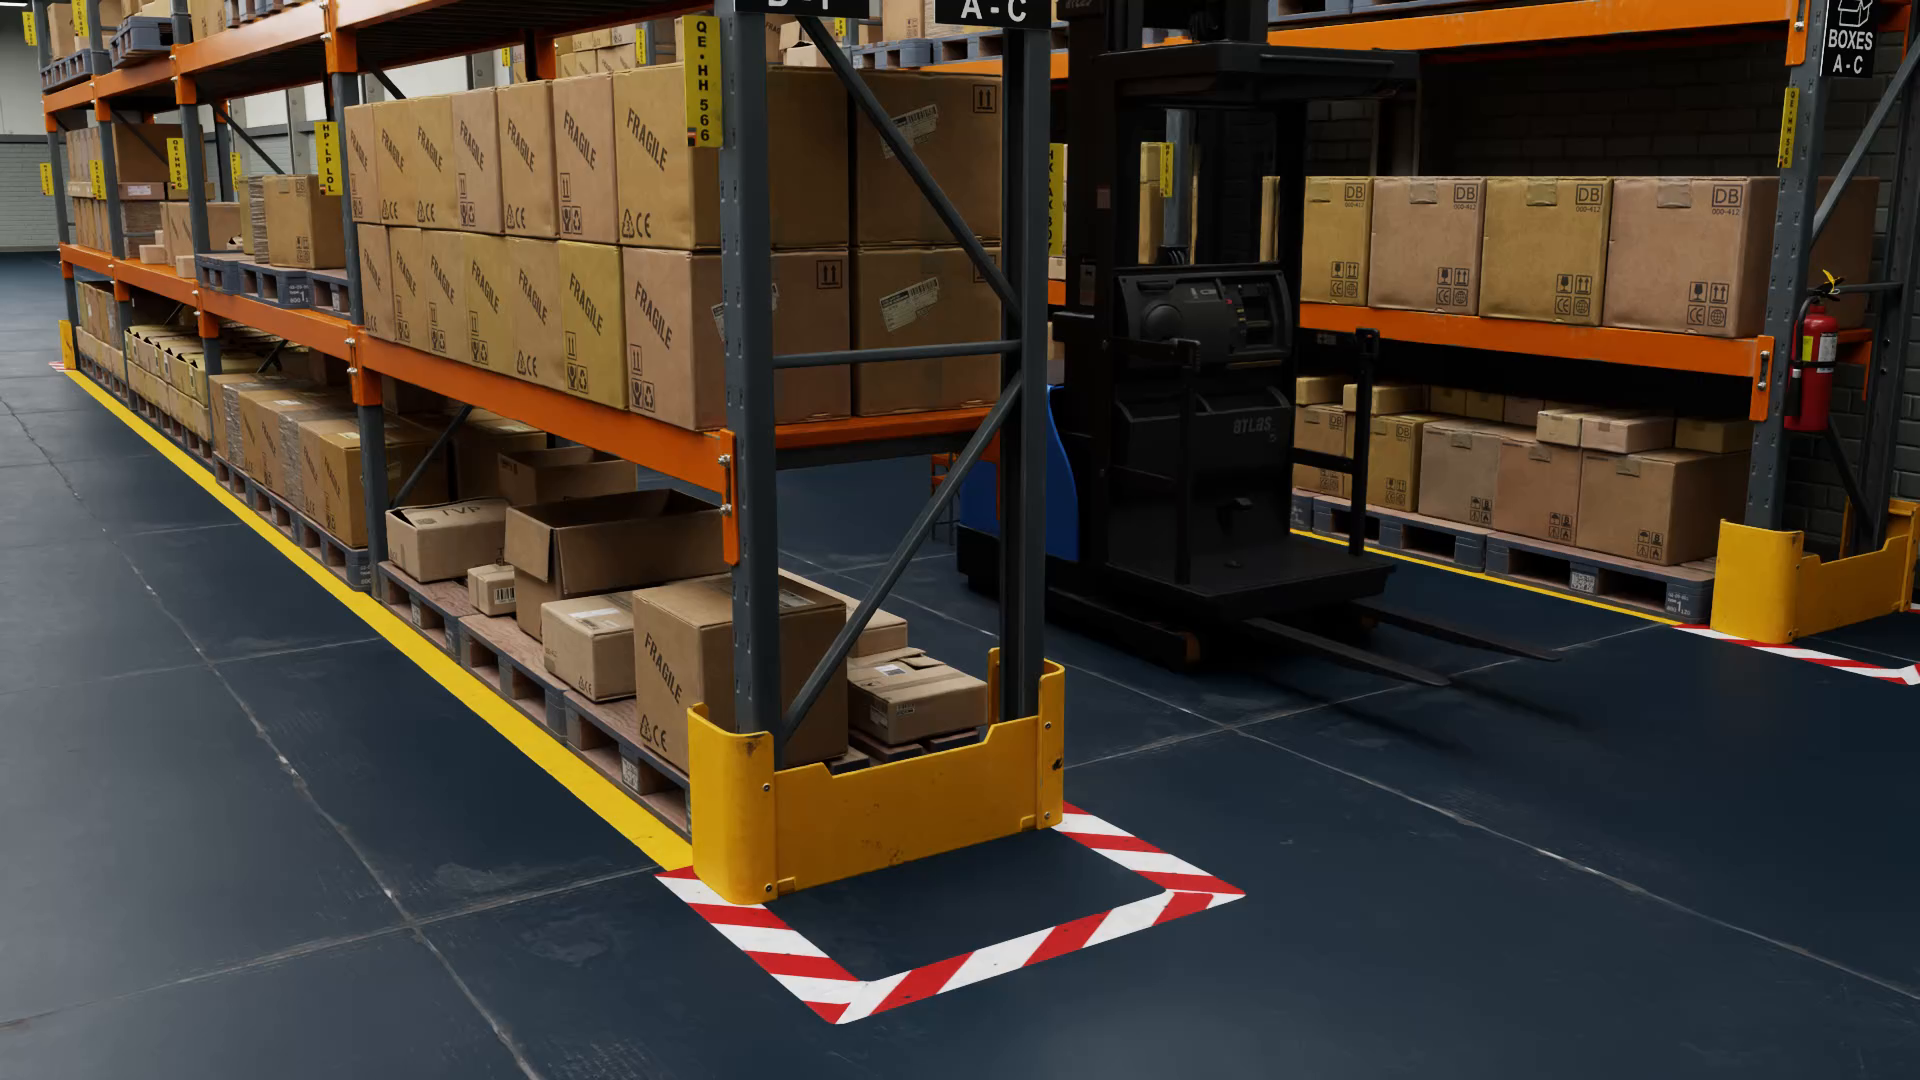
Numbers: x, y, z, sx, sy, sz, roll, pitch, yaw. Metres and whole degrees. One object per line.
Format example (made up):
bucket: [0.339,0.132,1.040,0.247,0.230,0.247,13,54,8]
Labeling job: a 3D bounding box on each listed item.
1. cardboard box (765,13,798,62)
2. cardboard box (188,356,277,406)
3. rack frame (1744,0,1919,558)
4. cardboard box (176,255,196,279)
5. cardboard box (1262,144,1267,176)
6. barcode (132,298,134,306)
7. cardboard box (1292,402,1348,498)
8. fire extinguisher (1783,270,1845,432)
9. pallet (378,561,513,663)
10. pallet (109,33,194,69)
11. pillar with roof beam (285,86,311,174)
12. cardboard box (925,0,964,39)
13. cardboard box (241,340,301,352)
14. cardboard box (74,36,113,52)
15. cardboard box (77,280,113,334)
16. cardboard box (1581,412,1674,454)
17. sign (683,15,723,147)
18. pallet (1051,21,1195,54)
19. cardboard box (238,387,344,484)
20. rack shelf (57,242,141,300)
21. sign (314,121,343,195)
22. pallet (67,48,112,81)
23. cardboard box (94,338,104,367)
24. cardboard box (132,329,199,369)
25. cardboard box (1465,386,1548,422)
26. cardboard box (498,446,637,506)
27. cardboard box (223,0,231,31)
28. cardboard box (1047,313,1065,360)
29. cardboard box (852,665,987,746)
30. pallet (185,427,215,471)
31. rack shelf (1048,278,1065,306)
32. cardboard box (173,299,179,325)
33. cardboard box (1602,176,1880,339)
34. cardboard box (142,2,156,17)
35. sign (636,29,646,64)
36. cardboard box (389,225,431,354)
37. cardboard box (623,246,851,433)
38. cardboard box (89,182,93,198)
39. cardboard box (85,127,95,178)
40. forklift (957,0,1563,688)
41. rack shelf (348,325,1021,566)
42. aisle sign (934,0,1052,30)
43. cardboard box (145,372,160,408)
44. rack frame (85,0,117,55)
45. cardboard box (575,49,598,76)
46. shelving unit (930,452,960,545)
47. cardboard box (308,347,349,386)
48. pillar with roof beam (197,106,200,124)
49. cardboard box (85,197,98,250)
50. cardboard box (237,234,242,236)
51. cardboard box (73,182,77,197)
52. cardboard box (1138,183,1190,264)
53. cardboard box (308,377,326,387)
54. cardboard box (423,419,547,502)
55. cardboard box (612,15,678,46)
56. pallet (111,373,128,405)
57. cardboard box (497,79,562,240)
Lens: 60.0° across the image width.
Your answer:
cardboard box: [-1.795,-4.634,15.294,0.500,0.500,0.500,-9,15,-35]
cardboard box: [-5.115,-1.142,11.705,0.500,0.311,0.500,-8,14,-31]
rack frame: [3.934,-1.107,7.402,1.000,3.000,0.127,-8,15,-33]
cardboard box: [-5.348,-1.947,11.832,0.380,0.149,0.250,-8,15,-33]
cardboard box: [1.680,-2.501,11.045,0.500,0.250,0.500,-8,14,-31]
barcode: [-7.041,-2.022,14.161,0.001,0.075,0.075,-8,15,-33]
cardboard box: [2.323,-0.567,9.803,0.700,0.500,0.500,-8,15,-33]
fire extinguisher: [3.634,-0.805,7.077,0.296,0.674,0.183,-8,15,-33]
pallet: [-2.024,0.253,7.709,1.003,0.211,1.213,-8,15,-33]
pallet: [-5.692,-3.624,12.335,1.003,0.211,1.213,-7,14,-30]
pillar with roof beam: [-17.379,-9.553,31.980,9.100,9.000,0.400,-8,15,-33]
cardboard box: [0.156,-4.091,12.764,0.700,0.500,0.500,-9,15,-36]
cardboard box: [-5.244,-1.390,12.836,0.500,0.311,0.500,-9,15,-34]
cardboard box: [-7.732,-4.452,14.956,0.380,0.149,0.250,-8,15,-33]
cardboard box: [-8.662,-2.383,16.936,0.500,0.500,0.500,-8,15,-33]
cardboard box: [3.240,-0.522,8.075,0.380,0.149,0.250,-8,15,-33]
sign: [-0.661,-1.178,4.276,0.100,0.325,0.005,-8,15,-33]
pallet: [1.169,-3.347,11.074,0.805,0.209,1.217,-9,15,-35]
cardboard box: [-4.037,-0.639,10.085,0.500,0.500,0.500,-8,15,-34]
rack shelf: [-7.944,-2.658,16.180,1.077,0.370,4.000,-8,15,-33]
sign: [-2.864,-1.730,7.543,0.100,0.325,0.005,-8,15,-33]
pallet: [-7.330,-4.225,14.845,1.003,0.211,1.213,-8,15,-33]
cardboard box: [-8.111,-1.839,16.201,0.500,0.250,0.500,-8,15,-33]
cardboard box: [-6.542,-1.597,13.785,0.500,0.311,0.500,-8,15,-33]
cardboard box: [2.995,-0.747,9.106,0.380,0.149,0.250,-8,15,-32]
cardboard box: [-1.852,-0.157,7.881,0.500,0.500,0.500,-8,15,-33]
cardboard box: [-3.779,-3.200,9.718,0.910,0.500,0.500,-8,15,-33]
cardboard box: [0.755,-1.231,12.019,0.750,0.750,0.750,-8,14,-31]
cardboard box: [-0.133,0.543,5.501,0.380,0.149,0.250,-8,15,-33]
pallet: [-5.044,-0.731,12.212,1.003,0.211,1.213,-8,15,-33]
rack shelf: [0.610,-1.822,12.358,1.077,0.370,4.000,-8,15,-33]
cardboard box: [-7.116,-2.090,15.594,0.500,0.500,0.500,-8,15,-33]
cardboard box: [3.643,-1.343,7.779,0.980,0.700,0.700,-7,14,-30]
cardboard box: [-5.828,-3.904,12.539,0.500,0.250,0.500,-10,16,-38]
sign: [-3.162,-4.893,16.485,0.100,0.325,0.005,-8,15,-33]
cardboard box: [-2.062,-1.066,6.983,0.500,0.500,0.500,-8,15,-32]
cardboard box: [-0.662,-0.616,4.924,0.500,0.500,0.500,-8,14,-31]
cardboard box: [-8.017,-3.316,15.750,0.380,0.149,0.250,-8,14,-31]
cardboard box: [-7.921,-3.683,15.909,0.700,0.500,0.500,-8,15,-33]
forklift: [1.194,-1.004,7.094,1.130,2.935,3.031,-8,14,-31]
rack shelf: [-1.296,-0.524,6.421,1.077,0.370,4.000,-8,15,-33]
aisle sign: [0.095,-1.812,4.543,0.394,0.787,0.004,-8,15,-33]
cardboard box: [-6.247,-1.232,13.427,0.500,0.250,0.500,-9,15,-34]
rack frame: [-6.836,-5.585,13.836,1.000,3.000,0.127,-8,15,-33]
cardboard box: [-3.808,-5.011,17.953,0.500,0.500,0.500,-9,15,-35]
shelving unit: [-0.008,-0.589,9.245,0.258,1.200,0.189,-8,15,-33]
cardboard box: [-3.872,-1.155,10.686,0.500,0.250,0.500,-7,14,-31]
pillar with roof beam: [-24.028,-11.687,41.740,9.100,9.000,0.548,-8,15,-33]
cardboard box: [-8.239,-3.148,16.501,0.700,0.500,0.500,-8,15,-32]
cardboard box: [-4.954,-2.081,12.065,0.500,0.311,0.500,-8,15,-33]
cardboard box: [-8.729,-3.545,16.797,0.380,0.149,0.250,-8,15,-33]
cardboard box: [1.252,-2.074,10.849,0.500,0.500,0.500,-8,15,-34]
cardboard box: [-3.906,-0.798,10.810,0.500,0.500,0.500,-7,14,-31]
cardboard box: [-2.469,-0.340,8.716,0.500,0.500,0.500,-9,15,-35]
cardboard box: [-3.218,-5.310,16.981,0.500,0.500,0.500,-10,16,-38]
pallet: [-7.242,-1.438,15.444,1.003,0.211,1.213,-8,15,-33]
cardboard box: [-1.235,-1.285,5.642,0.500,0.500,0.500,-8,14,-31]
